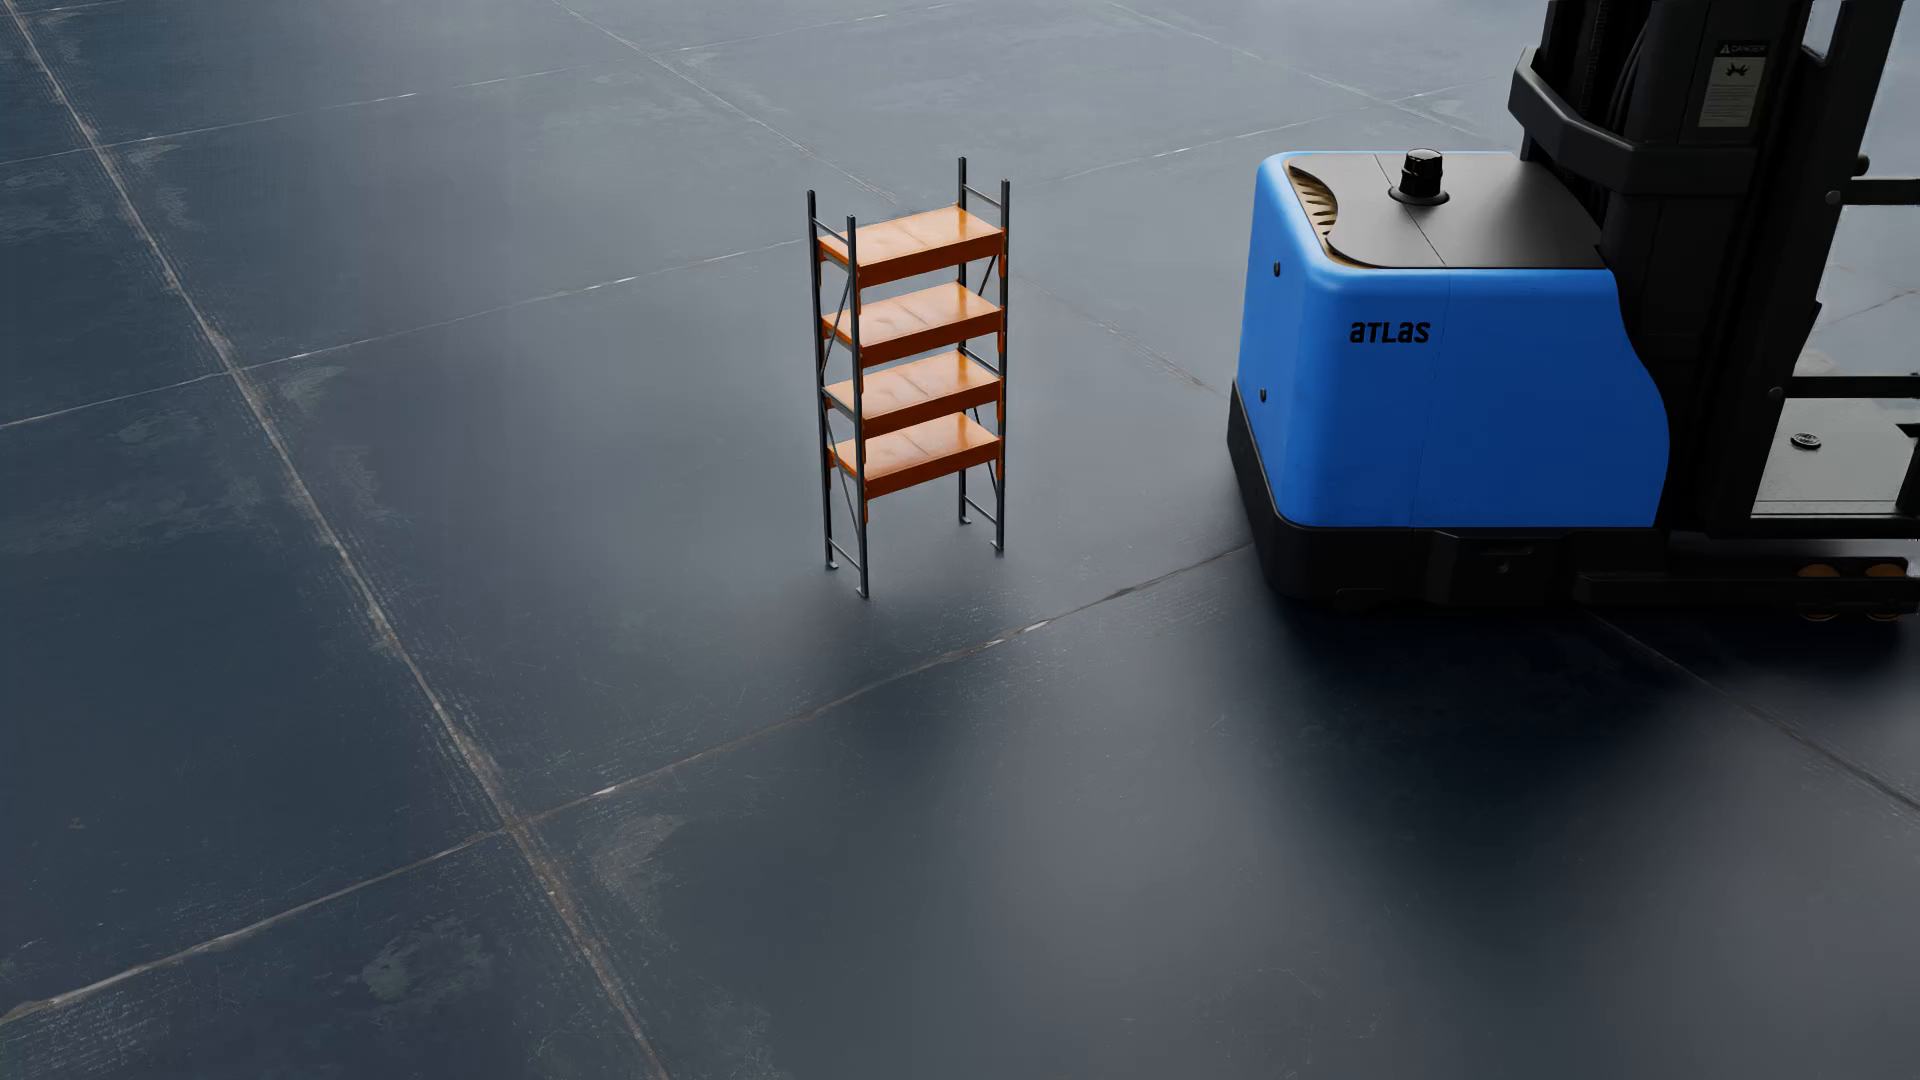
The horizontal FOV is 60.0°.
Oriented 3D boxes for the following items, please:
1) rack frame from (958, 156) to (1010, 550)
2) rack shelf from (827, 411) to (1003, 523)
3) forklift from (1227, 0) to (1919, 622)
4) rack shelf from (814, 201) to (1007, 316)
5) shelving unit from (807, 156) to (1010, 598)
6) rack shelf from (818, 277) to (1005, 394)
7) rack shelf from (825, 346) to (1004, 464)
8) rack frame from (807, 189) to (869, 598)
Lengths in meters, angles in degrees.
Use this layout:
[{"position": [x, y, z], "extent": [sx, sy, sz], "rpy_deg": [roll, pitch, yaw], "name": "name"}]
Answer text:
[{"position": [0.066, -0.530, 4.966], "extent": [0.015, 1.200, 0.240], "rpy_deg": [-19, 37, -27], "name": "rack frame"}, {"position": [-0.139, -0.235, 4.996], "extent": [0.480, 0.148, 0.258], "rpy_deg": [-19, 37, -27], "name": "rack shelf"}, {"position": [2.421, -1.286, 4.542], "extent": [3.031, 2.935, 1.130], "rpy_deg": [0, 32, 0], "name": "forklift"}, {"position": [-0.139, -0.792, 4.644], "extent": [0.480, 0.148, 0.258], "rpy_deg": [-19, 37, -27], "name": "rack shelf"}, {"position": [-0.139, -0.460, 4.854], "extent": [0.503, 1.200, 0.258], "rpy_deg": [-19, 37, -27], "name": "shelving unit"}, {"position": [-0.139, -0.592, 4.771], "extent": [0.480, 0.148, 0.258], "rpy_deg": [-19, 37, -27], "name": "rack shelf"}, {"position": [-0.139, -0.403, 4.890], "extent": [0.480, 0.148, 0.258], "rpy_deg": [-19, 37, -27], "name": "rack shelf"}, {"position": [-0.344, -0.389, 4.742], "extent": [0.015, 1.200, 0.240], "rpy_deg": [-19, 37, -27], "name": "rack frame"}]
